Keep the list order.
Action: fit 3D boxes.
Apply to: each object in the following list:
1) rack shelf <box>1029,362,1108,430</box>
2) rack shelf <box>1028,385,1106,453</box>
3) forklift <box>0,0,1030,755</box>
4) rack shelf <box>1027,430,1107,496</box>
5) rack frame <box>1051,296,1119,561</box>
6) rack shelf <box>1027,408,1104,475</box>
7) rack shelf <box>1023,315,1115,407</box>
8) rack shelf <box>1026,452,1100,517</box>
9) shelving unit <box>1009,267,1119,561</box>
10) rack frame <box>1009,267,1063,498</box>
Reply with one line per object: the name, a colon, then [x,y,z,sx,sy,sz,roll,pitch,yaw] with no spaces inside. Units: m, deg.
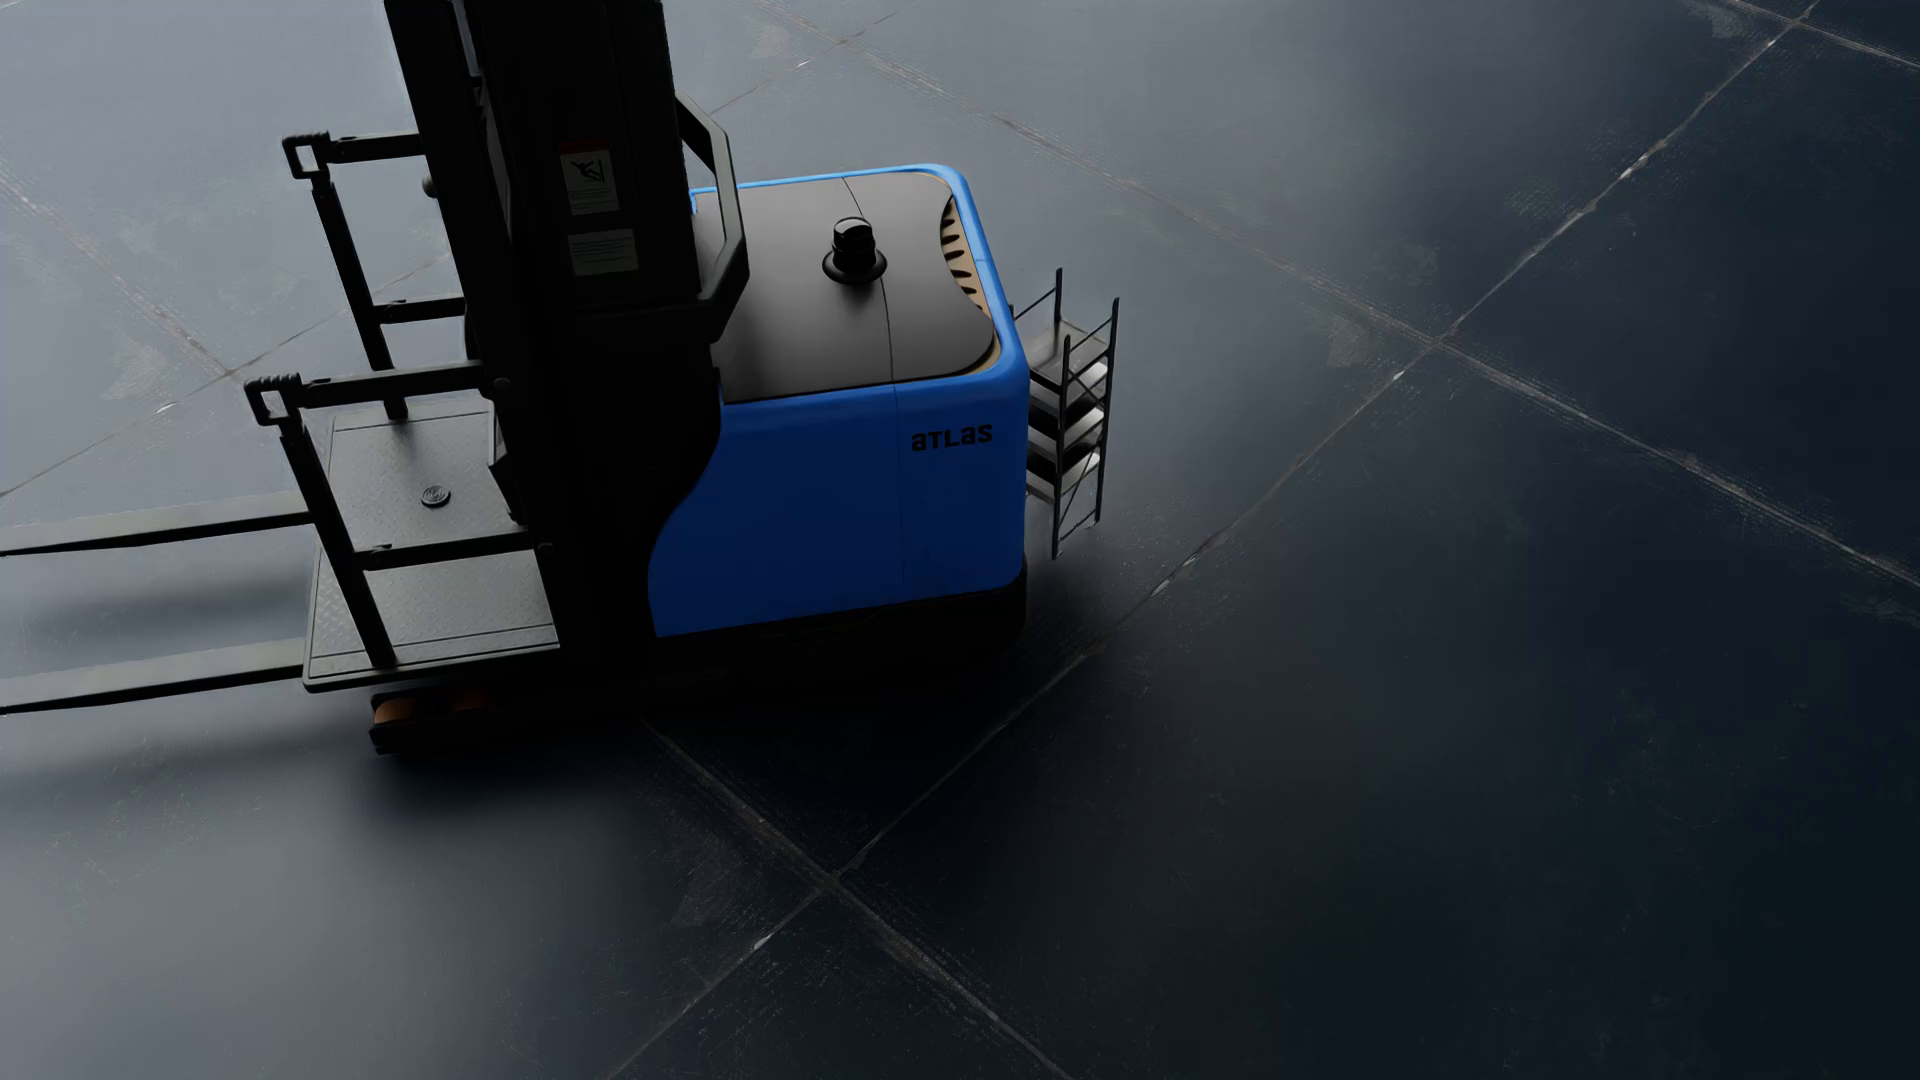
rack shelf: [0.289,-0.457,4.861,0.200,0.077,0.258,32,55,27]
rack shelf: [0.289,-0.396,4.927,0.200,0.077,0.258,32,55,27]
forklift: [-1.376,-0.825,4.014,3.031,2.935,1.130,-8,47,-7]
rack shelf: [0.289,-0.273,5.058,0.200,0.077,0.258,32,55,27]
rack frame: [0.365,-0.308,4.922,0.006,0.900,0.240,32,55,27]
rack shelf: [0.289,-0.334,4.992,0.200,0.077,0.258,32,55,27]
rack shelf: [0.289,-0.519,4.795,0.200,0.077,0.258,32,55,27]
rack shelf: [0.289,-0.211,5.123,0.200,0.077,0.258,32,55,27]
shelving unit: [0.289,-0.357,4.968,0.210,0.900,0.258,32,55,27]
rack frame: [0.212,-0.406,5.014,0.006,0.900,0.240,32,55,27]
